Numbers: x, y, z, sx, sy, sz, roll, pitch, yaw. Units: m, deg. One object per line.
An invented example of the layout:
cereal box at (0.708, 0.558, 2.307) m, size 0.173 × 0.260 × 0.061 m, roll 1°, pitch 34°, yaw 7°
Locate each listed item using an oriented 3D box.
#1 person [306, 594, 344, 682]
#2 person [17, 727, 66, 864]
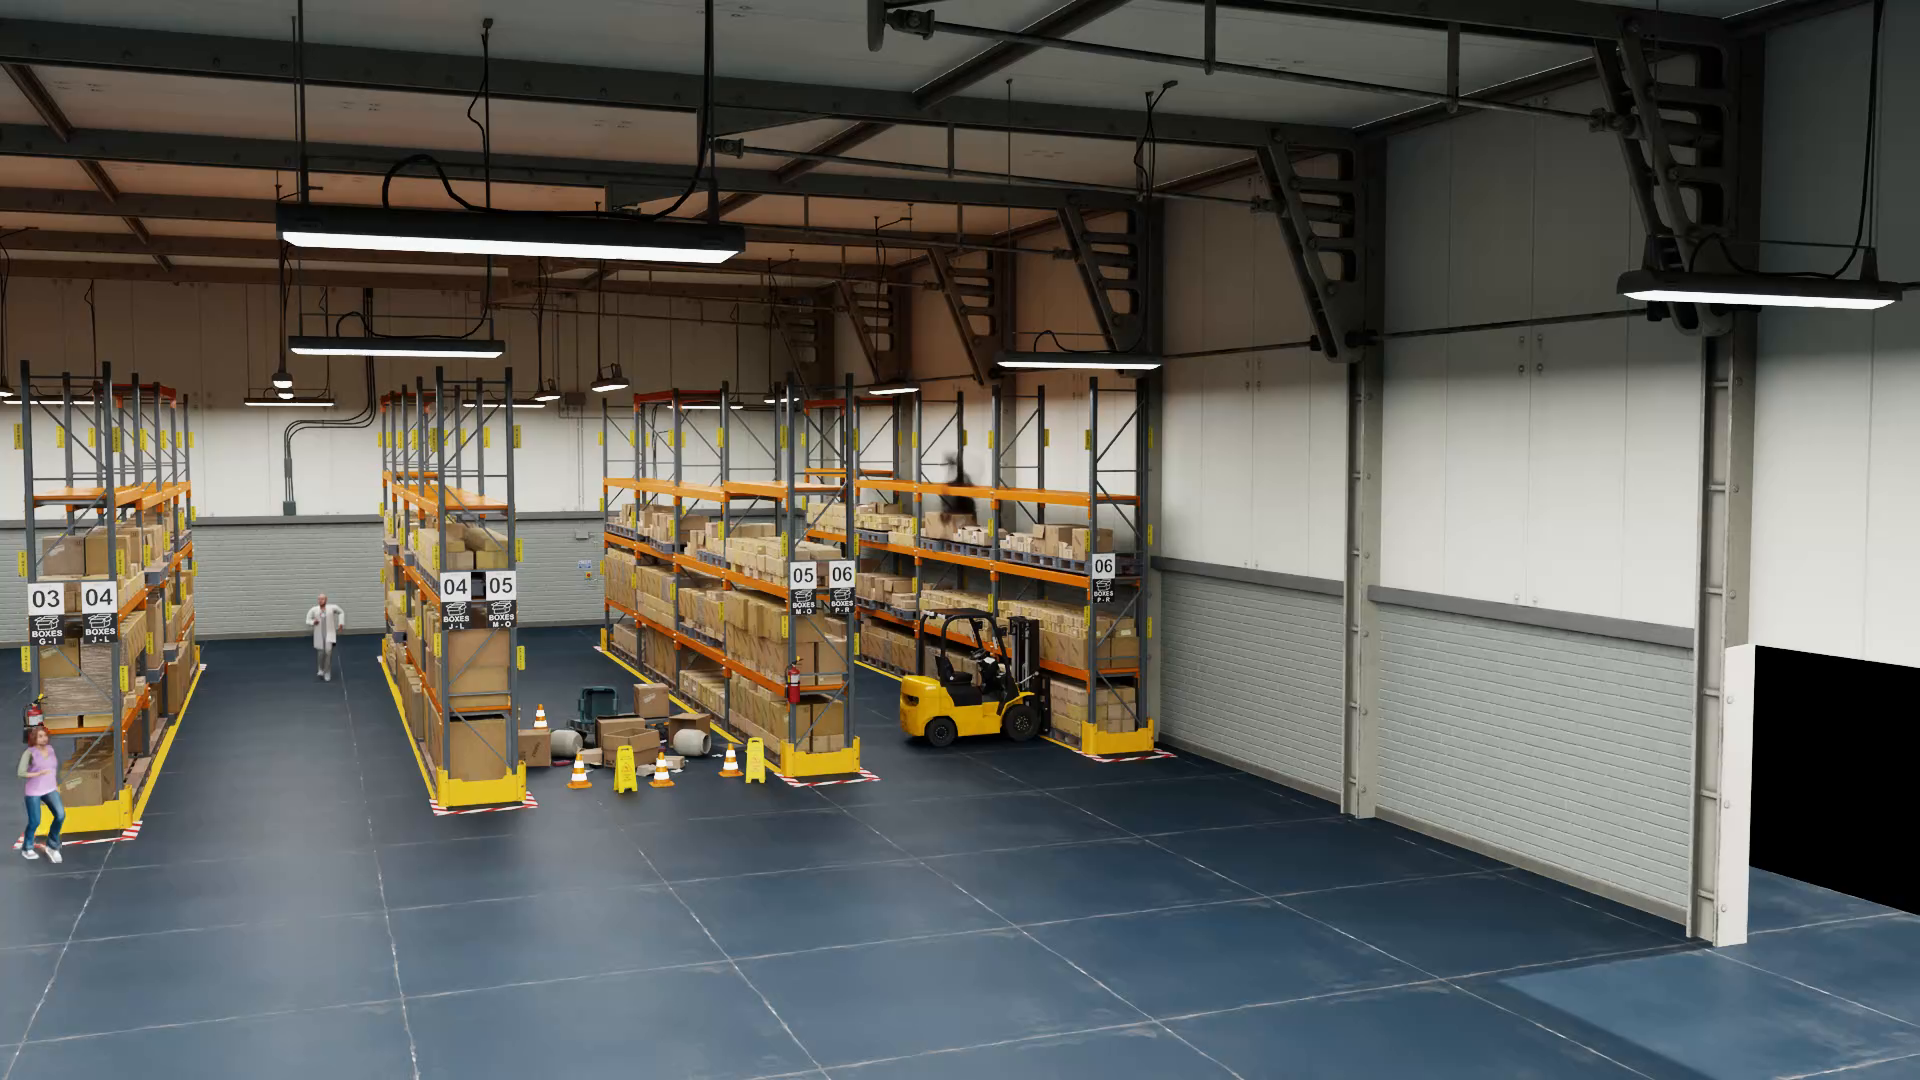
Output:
person at (-13.254, 2.033, 34.744) m, size 0.729 × 1.825 × 0.977 m, roll -1°, pitch 4°, yaw -13°
person at (-10.849, 3.027, 19.640) m, size 0.628 × 1.636 × 0.536 m, roll 2°, pitch 4°, yaw 32°
